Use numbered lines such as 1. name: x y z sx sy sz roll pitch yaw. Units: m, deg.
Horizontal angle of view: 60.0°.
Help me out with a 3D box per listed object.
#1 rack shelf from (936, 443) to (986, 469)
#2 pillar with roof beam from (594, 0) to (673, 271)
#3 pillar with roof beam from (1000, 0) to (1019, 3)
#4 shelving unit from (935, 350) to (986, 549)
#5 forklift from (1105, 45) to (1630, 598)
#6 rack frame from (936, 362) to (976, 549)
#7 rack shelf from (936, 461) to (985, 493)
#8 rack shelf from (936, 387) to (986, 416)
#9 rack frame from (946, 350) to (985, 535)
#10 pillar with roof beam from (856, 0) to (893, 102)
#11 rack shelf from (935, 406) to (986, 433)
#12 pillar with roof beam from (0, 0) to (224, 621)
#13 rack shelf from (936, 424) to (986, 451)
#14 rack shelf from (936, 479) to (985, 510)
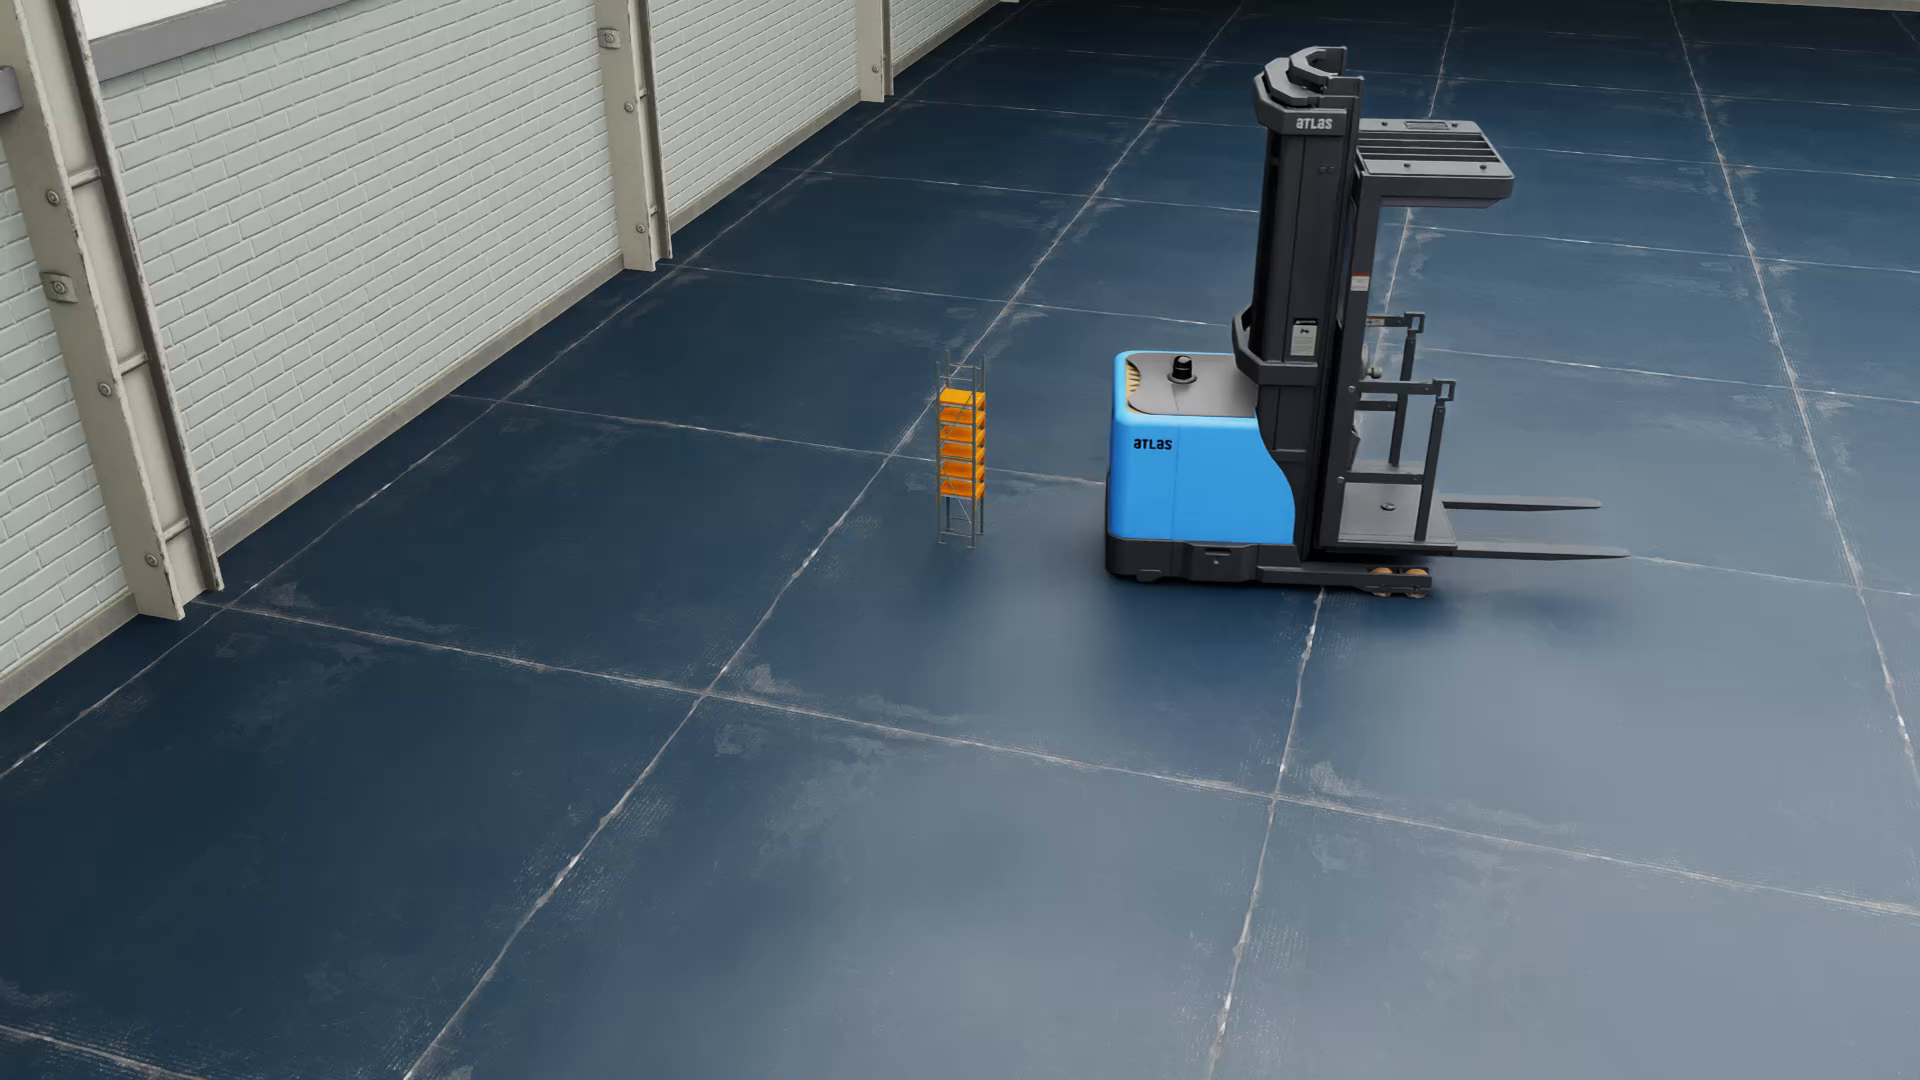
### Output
1. rack shelf: 0.004 -0.492 9.992 0.258 0.103 0.180 8 30 15
2. pillar with roof beam: 1.359 -5.764 11.354 9.100 9.000 0.400 8 30 15
3. pillar with roof beam: 4.881 -11.340 21.379 9.100 9.000 0.400 8 30 15
4. shelving unit: 0.004 -0.531 9.970 0.258 1.200 0.189 8 30 15
5. forklift: 2.402 -1.215 9.419 3.031 2.935 1.130 2 29 4
6. rack frame: -0.023 -0.489 9.894 0.240 1.200 0.006 8 30 15
7. rack shelf: 0.004 -0.387 10.050 0.258 0.103 0.180 8 30 15
8. rack shelf: 0.004 -0.807 9.817 0.258 0.103 0.180 8 30 15
9. rack frame: 0.031 -0.574 10.047 0.240 1.200 0.006 8 30 15
10. pillar with roof beam: 3.120 -8.552 16.366 9.100 9.000 0.400 8 30 15
11. rack shelf: 0.004 -0.702 9.875 0.258 0.103 0.180 8 30 15
12. pillar with roof beam: -0.402 -2.975 6.342 9.100 9.000 0.400 8 30 15
13. rack shelf: 0.004 -0.597 9.934 0.258 0.103 0.180 8 30 15
14. rack shelf: 0.004 -0.282 10.109 0.258 0.103 0.180 8 30 15
